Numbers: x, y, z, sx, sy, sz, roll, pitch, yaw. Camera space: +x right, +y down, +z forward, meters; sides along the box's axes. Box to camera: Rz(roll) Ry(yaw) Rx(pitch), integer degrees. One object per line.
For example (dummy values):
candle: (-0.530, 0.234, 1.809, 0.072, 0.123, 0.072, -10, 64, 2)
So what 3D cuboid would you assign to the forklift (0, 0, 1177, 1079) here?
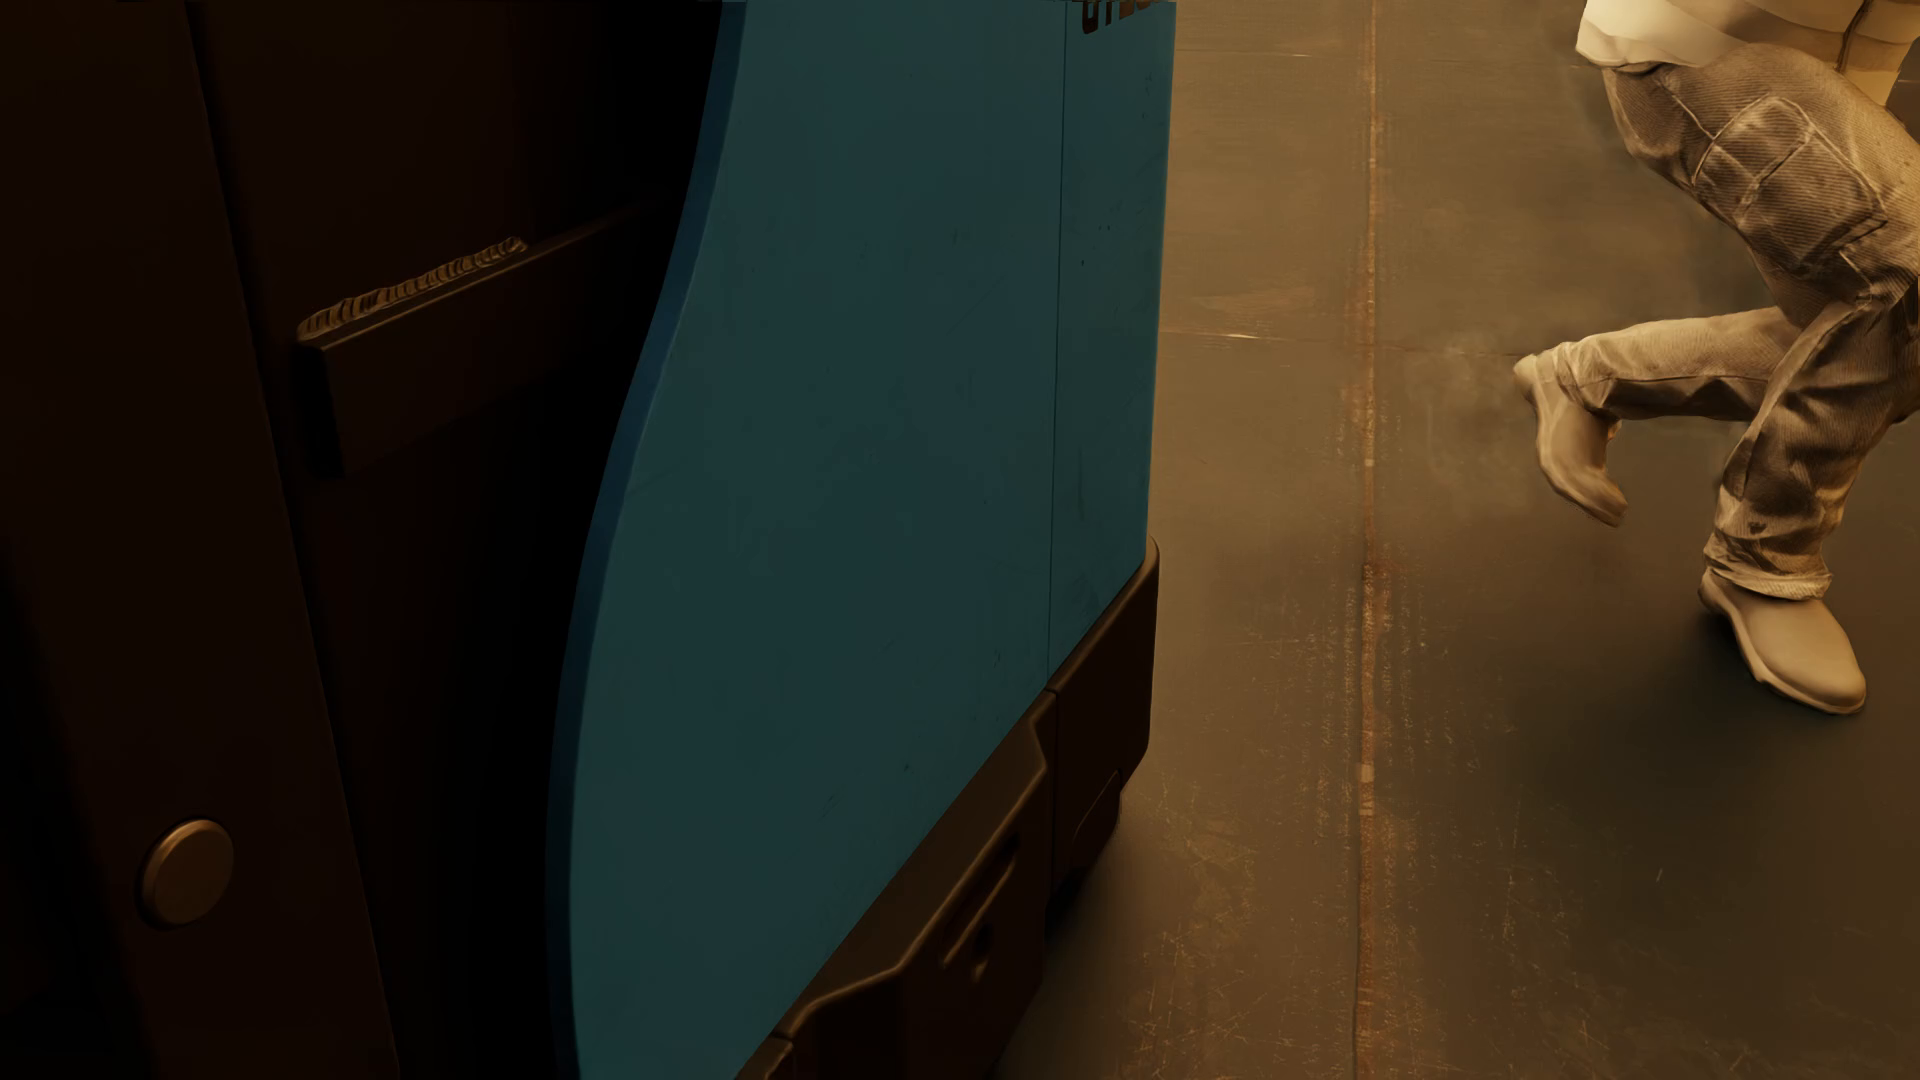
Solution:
forklift: (-0.866, -0.526, 0.289, 1.130, 2.935, 3.031, 12, 29, 22)

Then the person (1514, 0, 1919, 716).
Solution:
person: (1.071, -0.504, 1.860, 0.841, 1.489, 1.112, -11, 29, -20)
